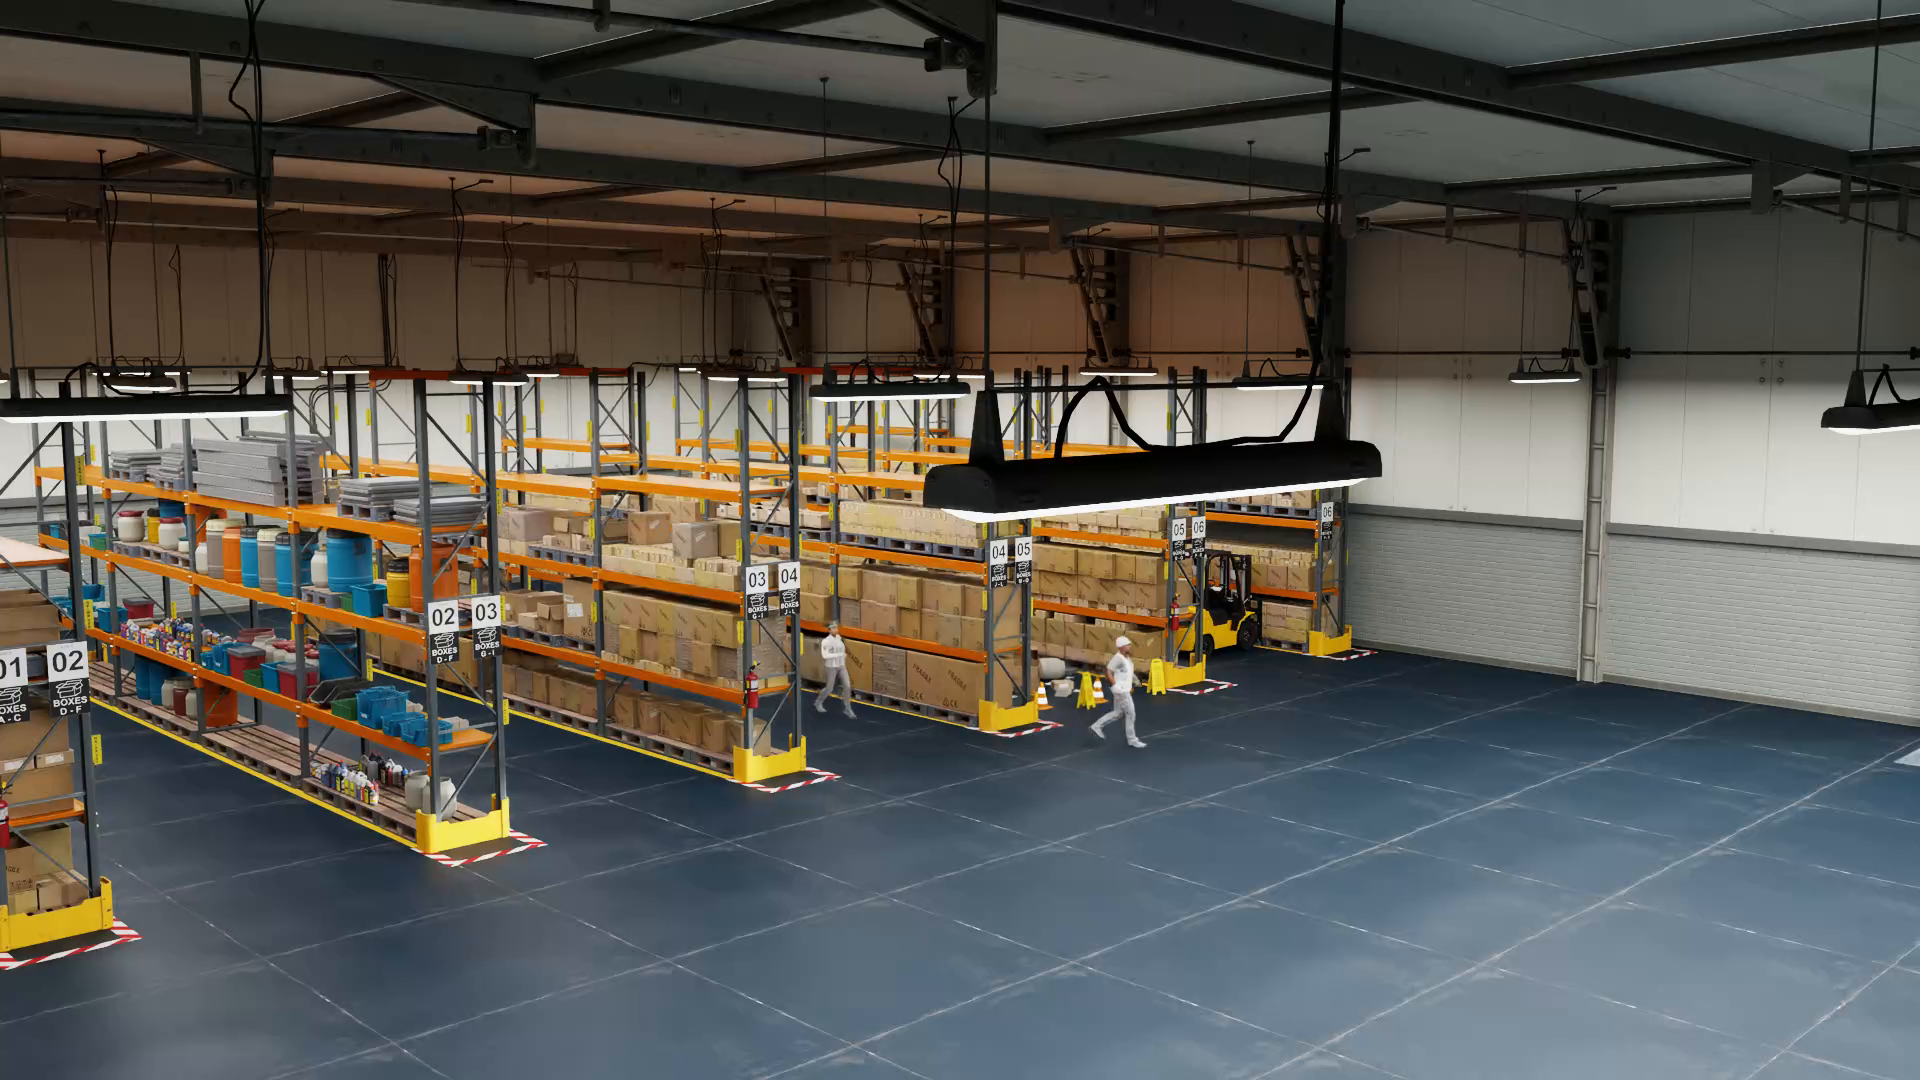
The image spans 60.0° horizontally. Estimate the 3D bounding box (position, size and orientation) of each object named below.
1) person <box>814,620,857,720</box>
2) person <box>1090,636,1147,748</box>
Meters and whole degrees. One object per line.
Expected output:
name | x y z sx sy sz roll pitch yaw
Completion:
person | -2.157 2.237 28.938 0.896 1.714 0.622 6 9 44
person | 2.556 2.436 26.776 0.921 1.790 0.674 1 7 9
